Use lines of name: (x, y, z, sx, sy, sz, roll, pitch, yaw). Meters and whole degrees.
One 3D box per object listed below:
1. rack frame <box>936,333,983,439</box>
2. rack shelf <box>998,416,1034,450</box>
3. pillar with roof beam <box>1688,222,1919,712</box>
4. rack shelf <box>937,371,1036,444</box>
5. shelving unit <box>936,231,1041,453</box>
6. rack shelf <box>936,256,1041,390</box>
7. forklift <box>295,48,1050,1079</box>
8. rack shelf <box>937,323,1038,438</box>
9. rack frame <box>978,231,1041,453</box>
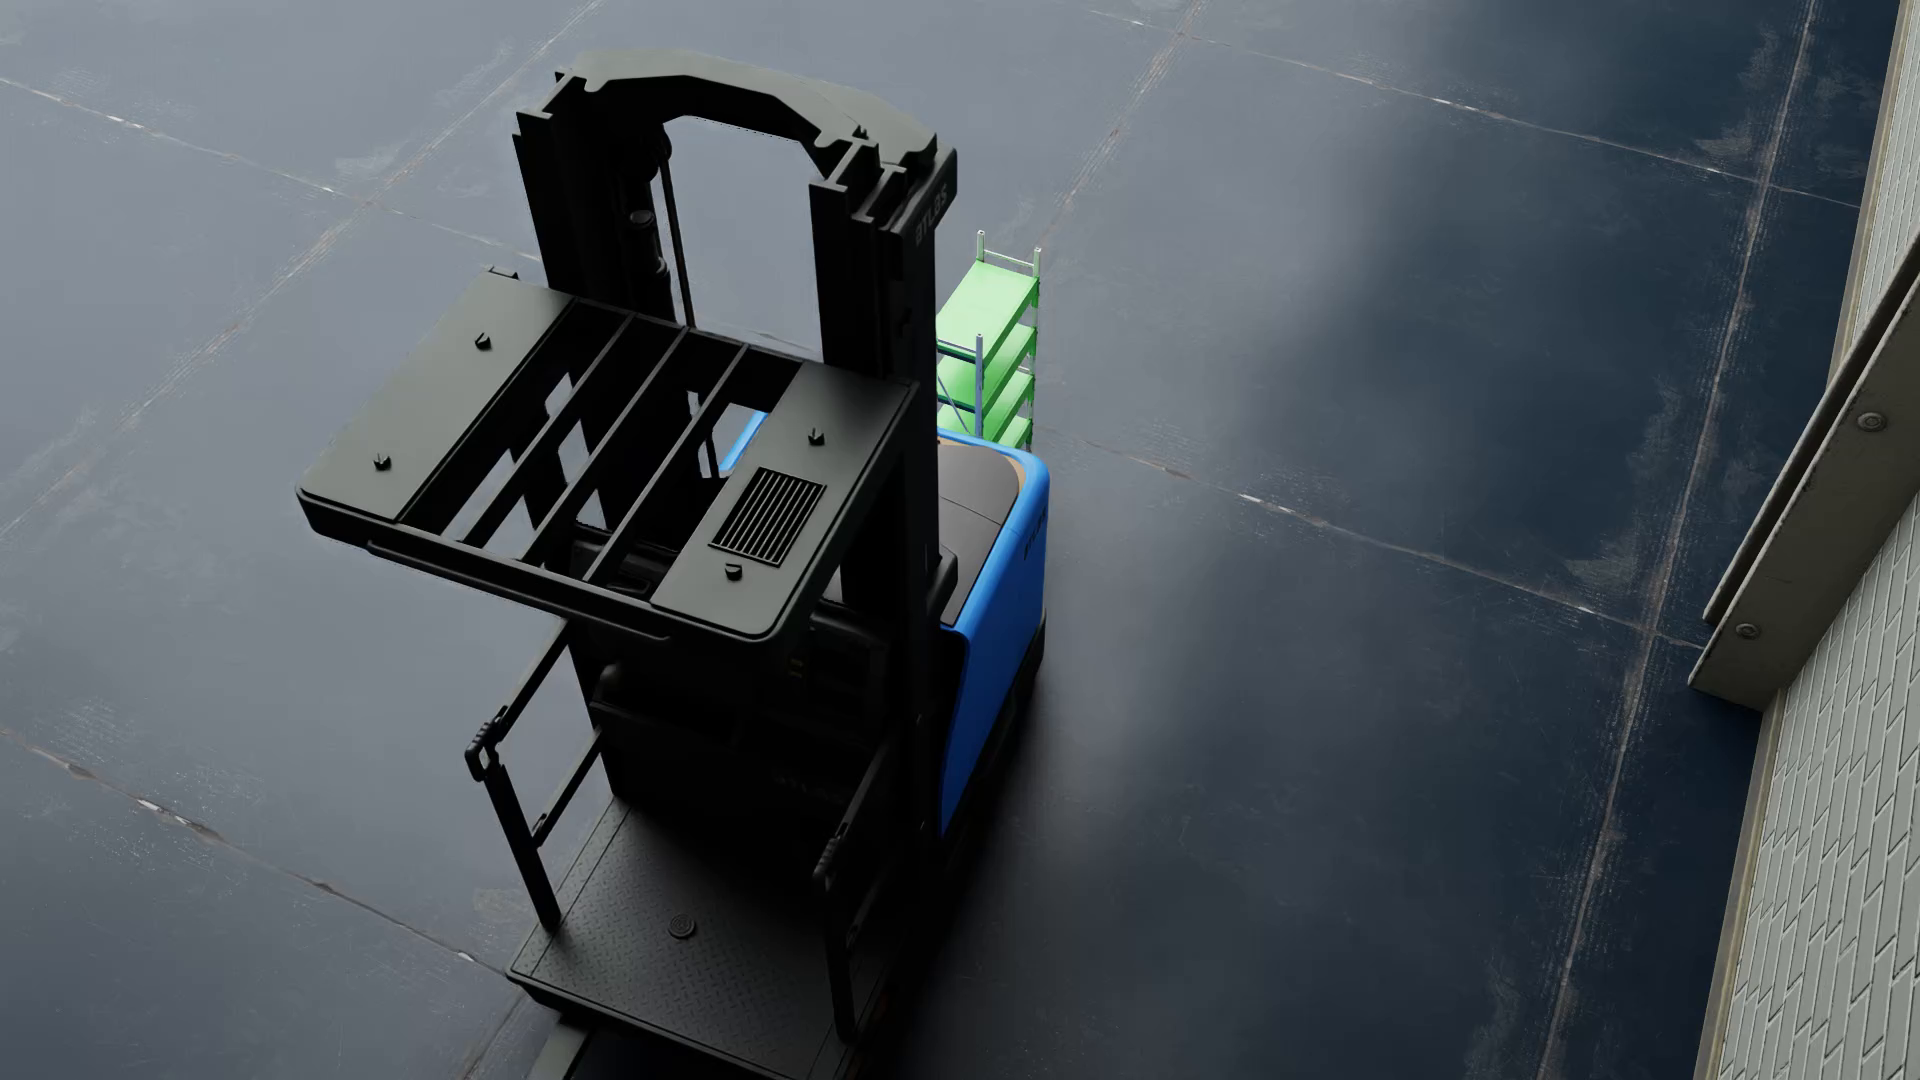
rack frame: (-0.034, -0.335, 6.062, 0.240, 1.200, 0.015, 20, 52, 16)
rack shelf: (0.071, -0.306, 6.437, 0.258, 0.148, 0.480, 20, 52, 16)
pillar with roof beam: (-0.996, -3.868, 3.948, 9.100, 9.000, 0.400, 20, 52, 16)
rack shelf: (0.071, -0.461, 6.254, 0.258, 0.148, 0.480, 20, 52, 16)
shelving unit: (0.071, -0.503, 6.205, 0.258, 1.200, 0.503, 20, 52, 16)
rack shelf: (0.071, -0.772, 5.888, 0.258, 0.148, 0.480, 20, 52, 16)
forklift: (-0.699, 0.393, 4.306, 1.130, 2.935, 3.031, 16, 52, 14)
rack shelf: (0.071, -0.617, 6.071, 0.258, 0.148, 0.480, 20, 52, 16)
rack frame: (0.175, -0.671, 6.348, 0.240, 1.200, 0.015, 20, 52, 16)
